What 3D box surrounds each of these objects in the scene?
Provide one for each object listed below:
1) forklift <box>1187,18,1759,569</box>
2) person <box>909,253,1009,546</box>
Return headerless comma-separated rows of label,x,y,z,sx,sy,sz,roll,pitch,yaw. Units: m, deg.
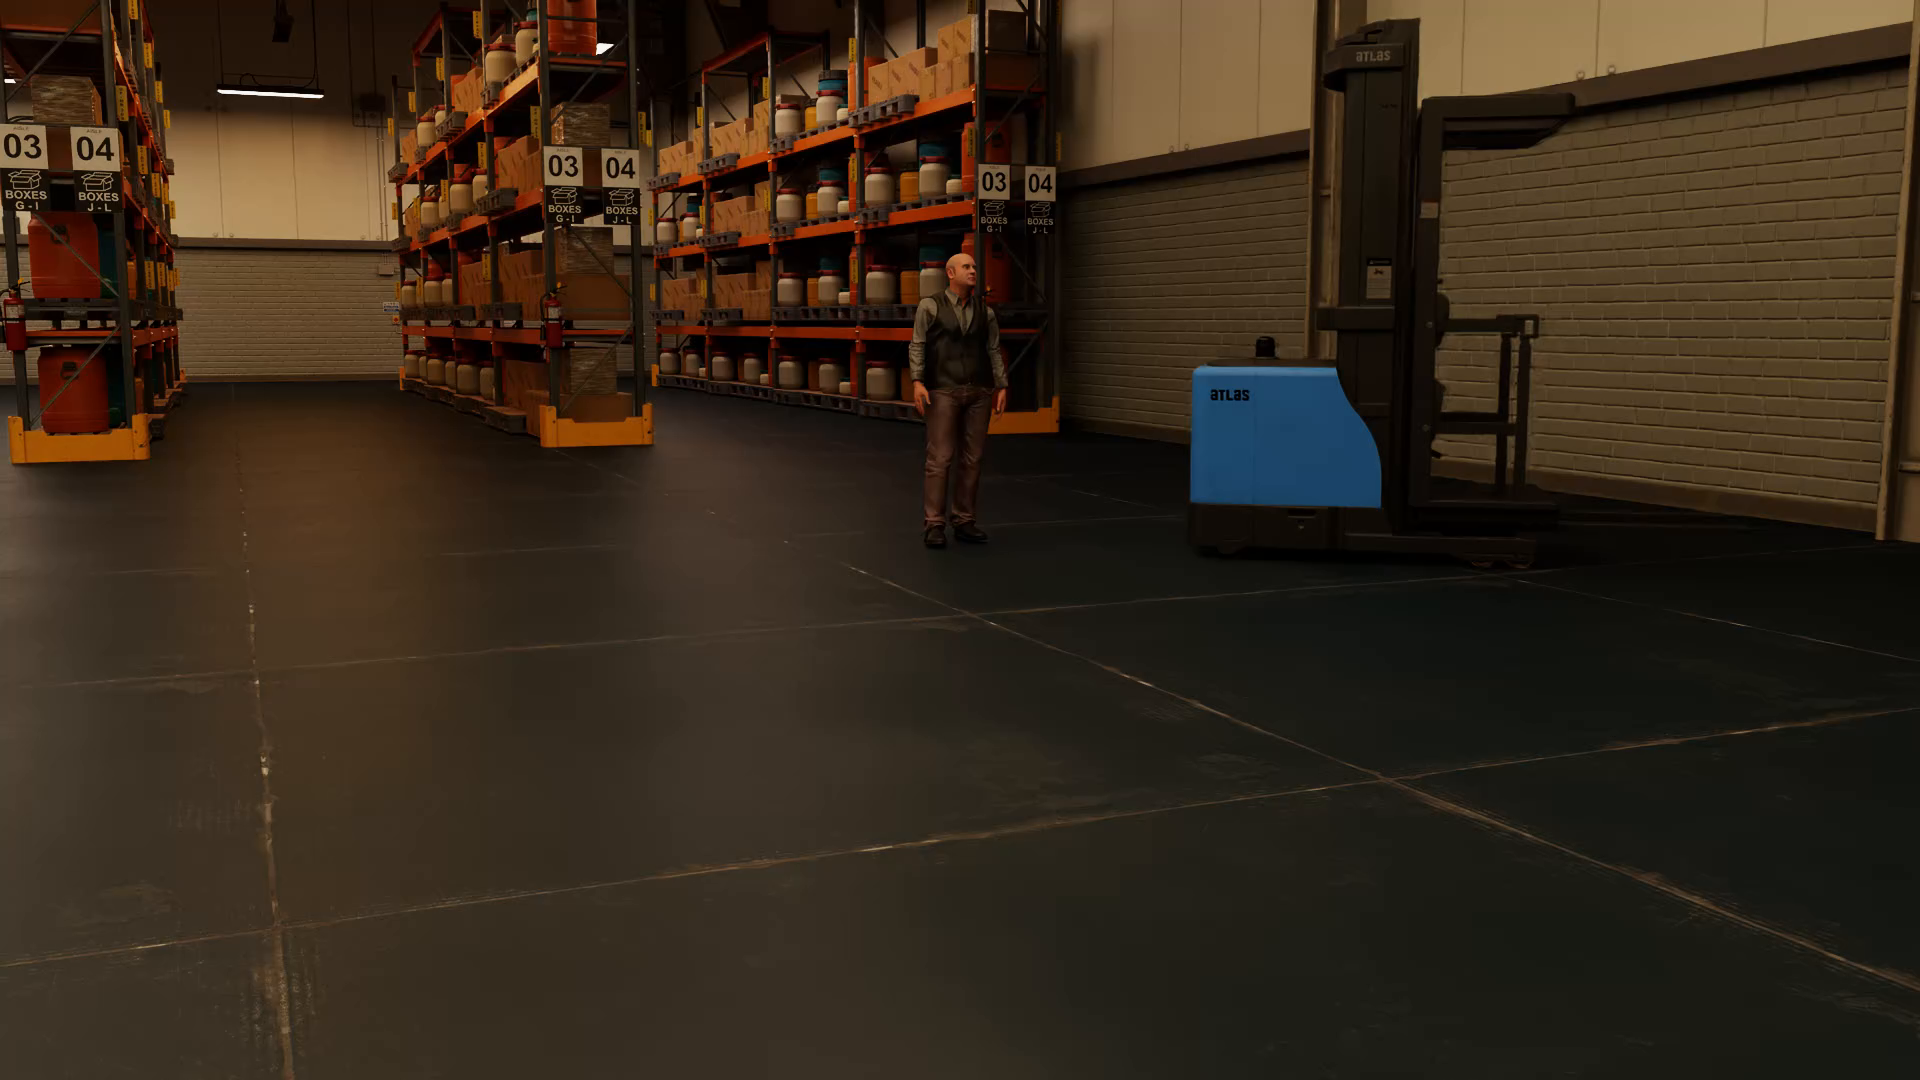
forklift,2.861,-1.374,9.365,3.031,2.935,1.130,2,8,12
person,0.021,-0.852,9.973,0.633,1.721,0.551,-3,8,-23
